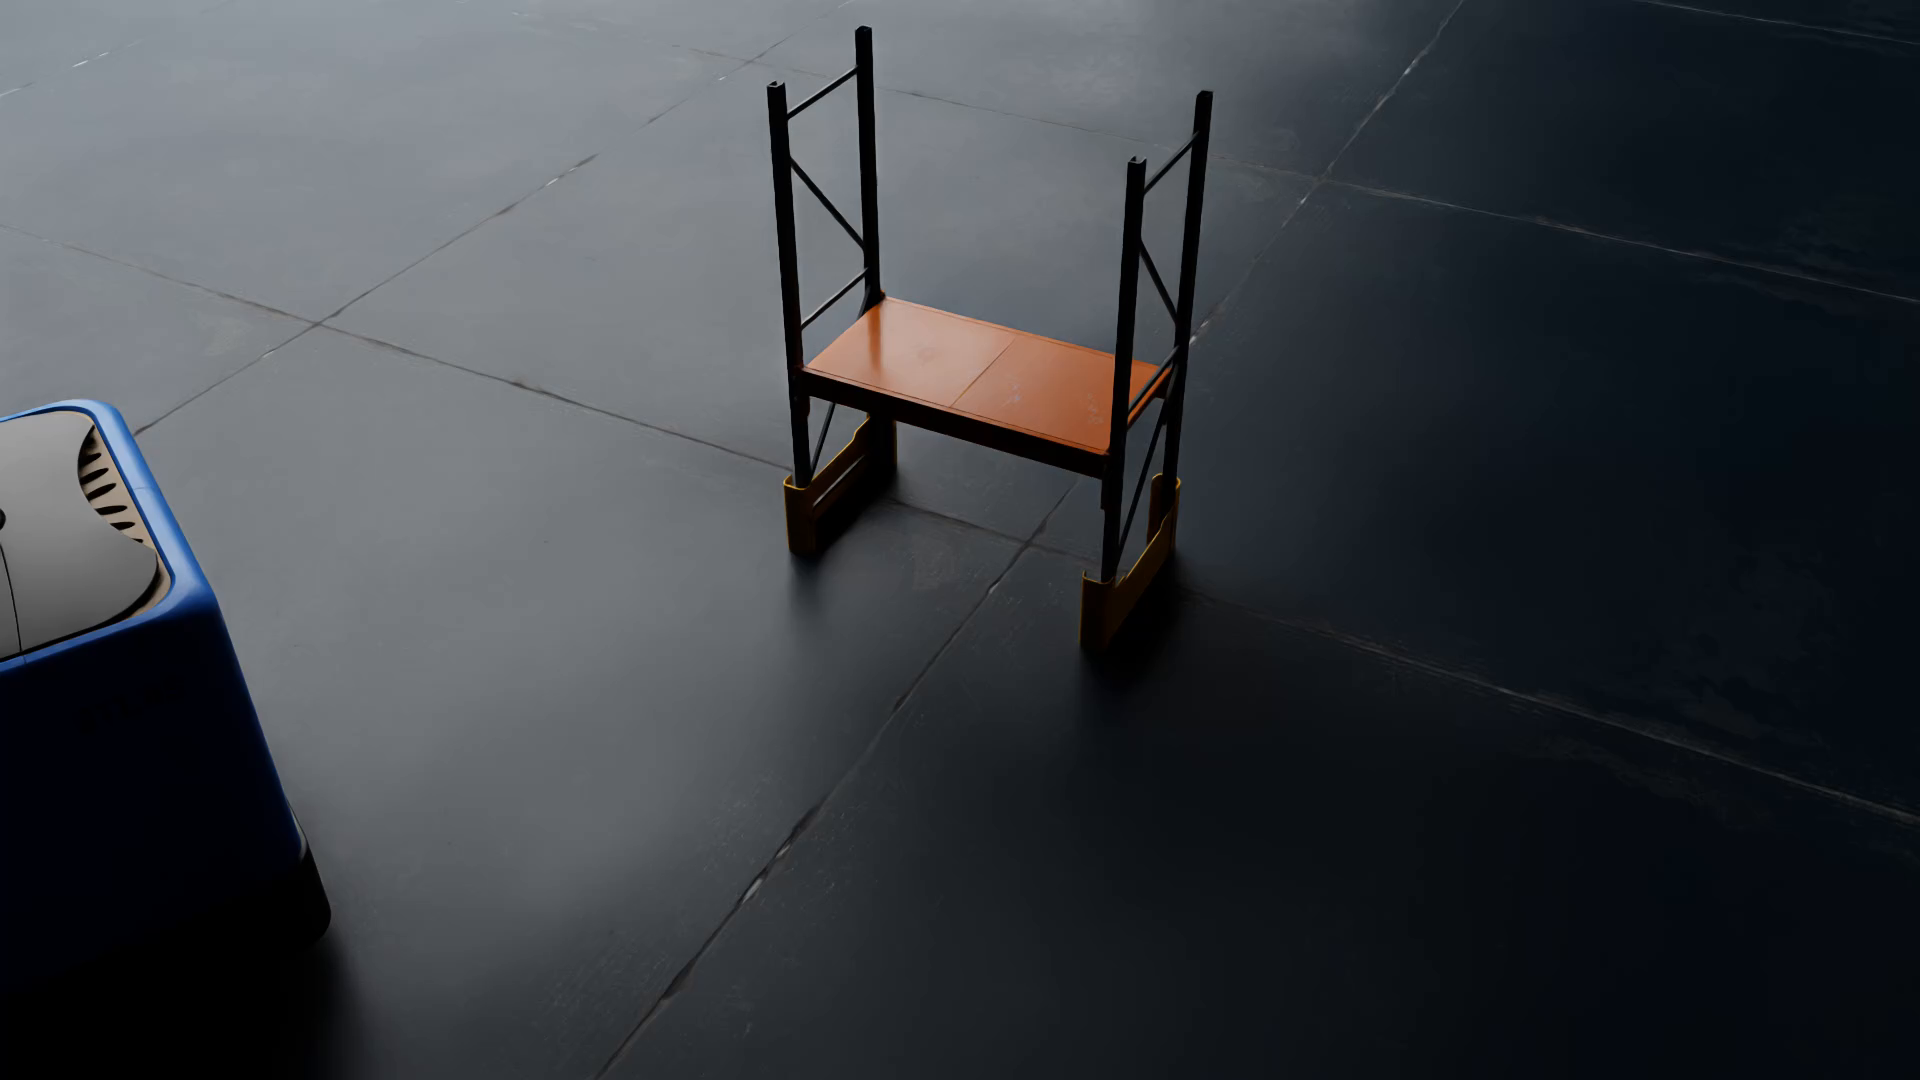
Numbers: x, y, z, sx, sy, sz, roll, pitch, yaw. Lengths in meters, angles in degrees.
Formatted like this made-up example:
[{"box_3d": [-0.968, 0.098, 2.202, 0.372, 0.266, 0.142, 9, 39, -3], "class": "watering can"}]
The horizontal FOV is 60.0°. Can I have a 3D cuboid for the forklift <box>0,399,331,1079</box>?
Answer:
[{"box_3d": [-2.995, 0.073, 2.730, 3.031, 2.935, 1.130, -22, 43, -27], "class": "forklift"}]

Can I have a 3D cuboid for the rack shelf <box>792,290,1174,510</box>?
[{"box_3d": [0.076, -0.430, 4.874, 1.000, 0.185, 0.538, 17, 41, 21], "class": "rack shelf"}]

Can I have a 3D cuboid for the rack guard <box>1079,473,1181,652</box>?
[{"box_3d": [0.510, 0.060, 4.964, 0.087, 0.250, 0.587, 17, 41, 21], "class": "rack guard"}]

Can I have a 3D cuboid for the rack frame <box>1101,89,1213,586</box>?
[{"box_3d": [0.527, -0.432, 4.579, 0.032, 1.500, 0.500, 17, 41, 21], "class": "rack frame"}]

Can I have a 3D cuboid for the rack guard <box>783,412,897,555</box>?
[{"box_3d": [-0.375, -0.217, 5.329, 0.087, 0.250, 0.587, 17, 41, 21], "class": "rack guard"}]

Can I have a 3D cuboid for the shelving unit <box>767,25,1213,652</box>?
[{"box_3d": [0.068, -0.576, 4.769, 1.083, 1.500, 0.587, 17, 41, 21], "class": "shelving unit"}]

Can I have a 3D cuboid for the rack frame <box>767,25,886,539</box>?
[{"box_3d": [-0.376, -0.715, 4.951, 0.032, 1.500, 0.500, 17, 41, 21], "class": "rack frame"}]
